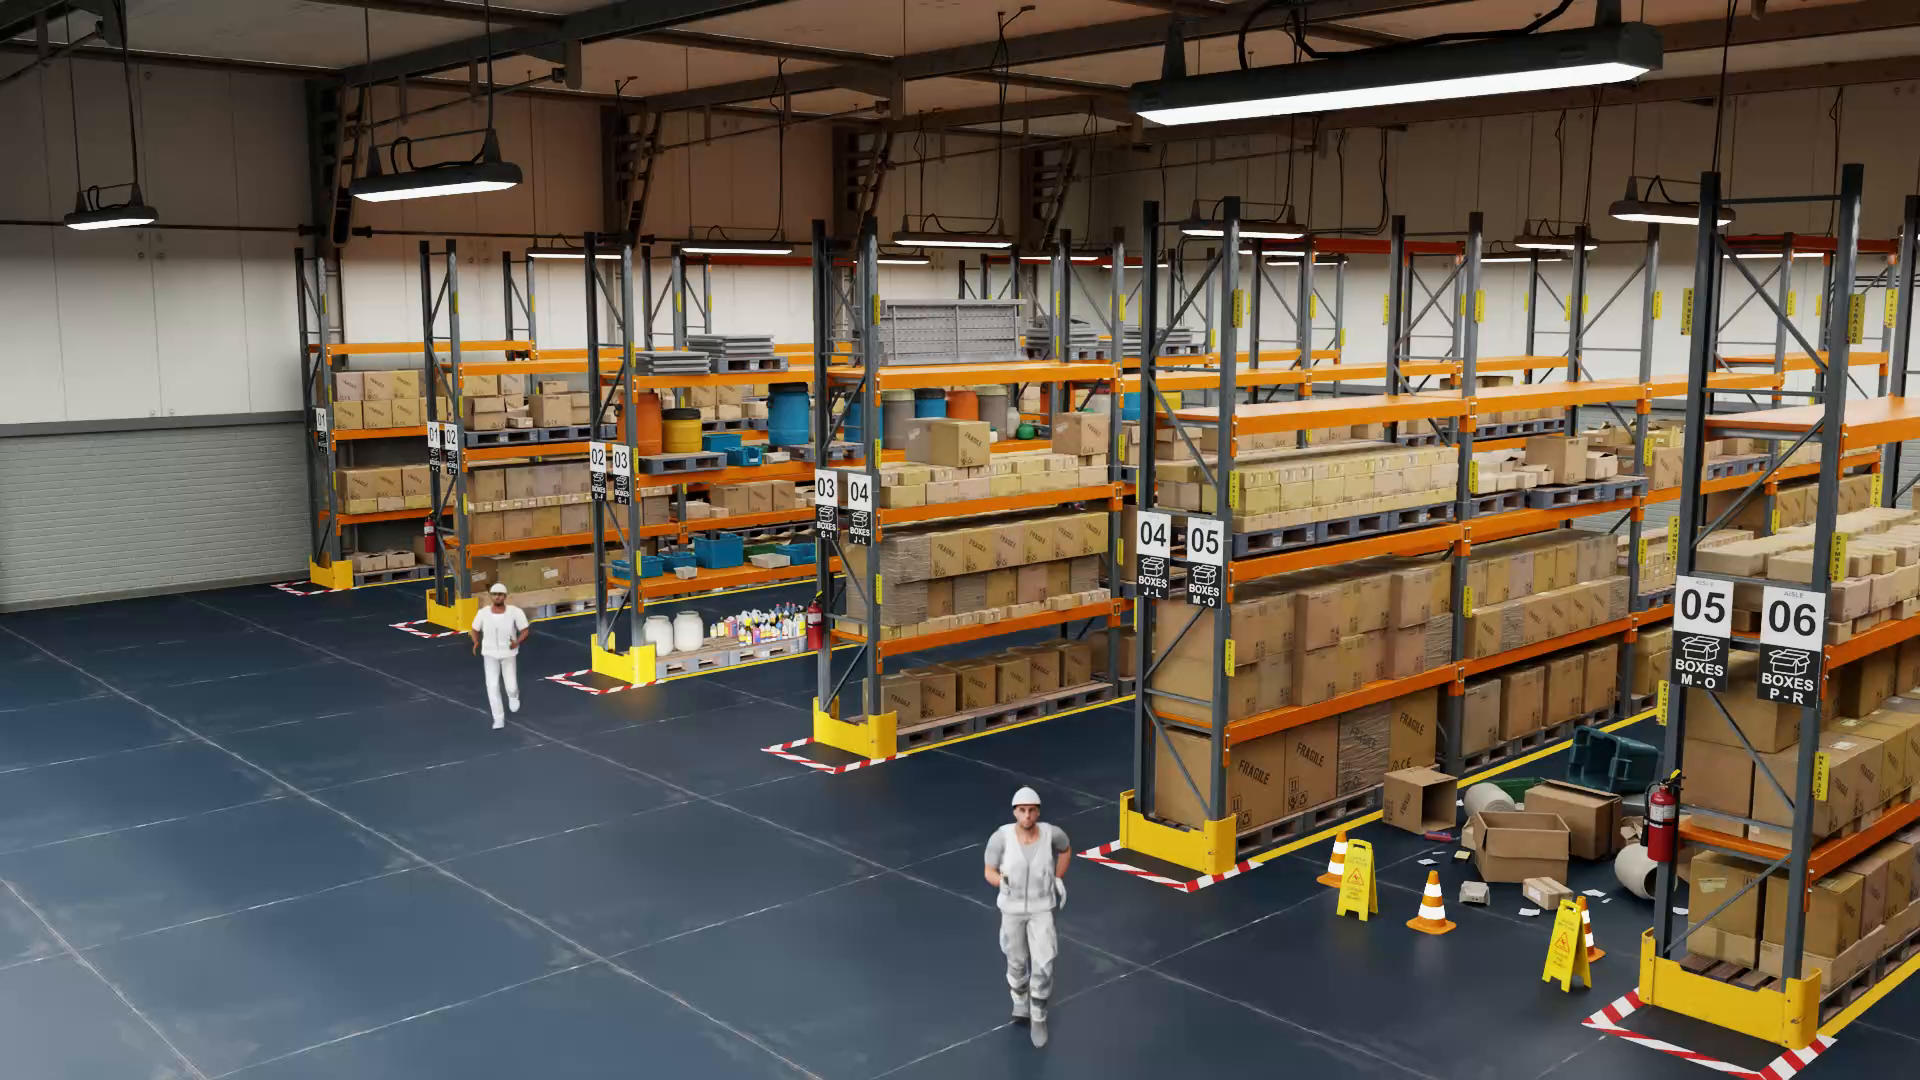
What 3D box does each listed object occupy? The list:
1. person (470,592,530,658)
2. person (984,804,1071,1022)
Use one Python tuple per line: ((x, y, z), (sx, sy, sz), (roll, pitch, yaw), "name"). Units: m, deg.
((-5.554, 0.991, 19.978), (0.707, 0.850, 0.492), (-1, 8, -7), "person")
((0.472, 2.552, 11.622), (0.601, 1.628, 0.657), (1, 8, 4), "person")
